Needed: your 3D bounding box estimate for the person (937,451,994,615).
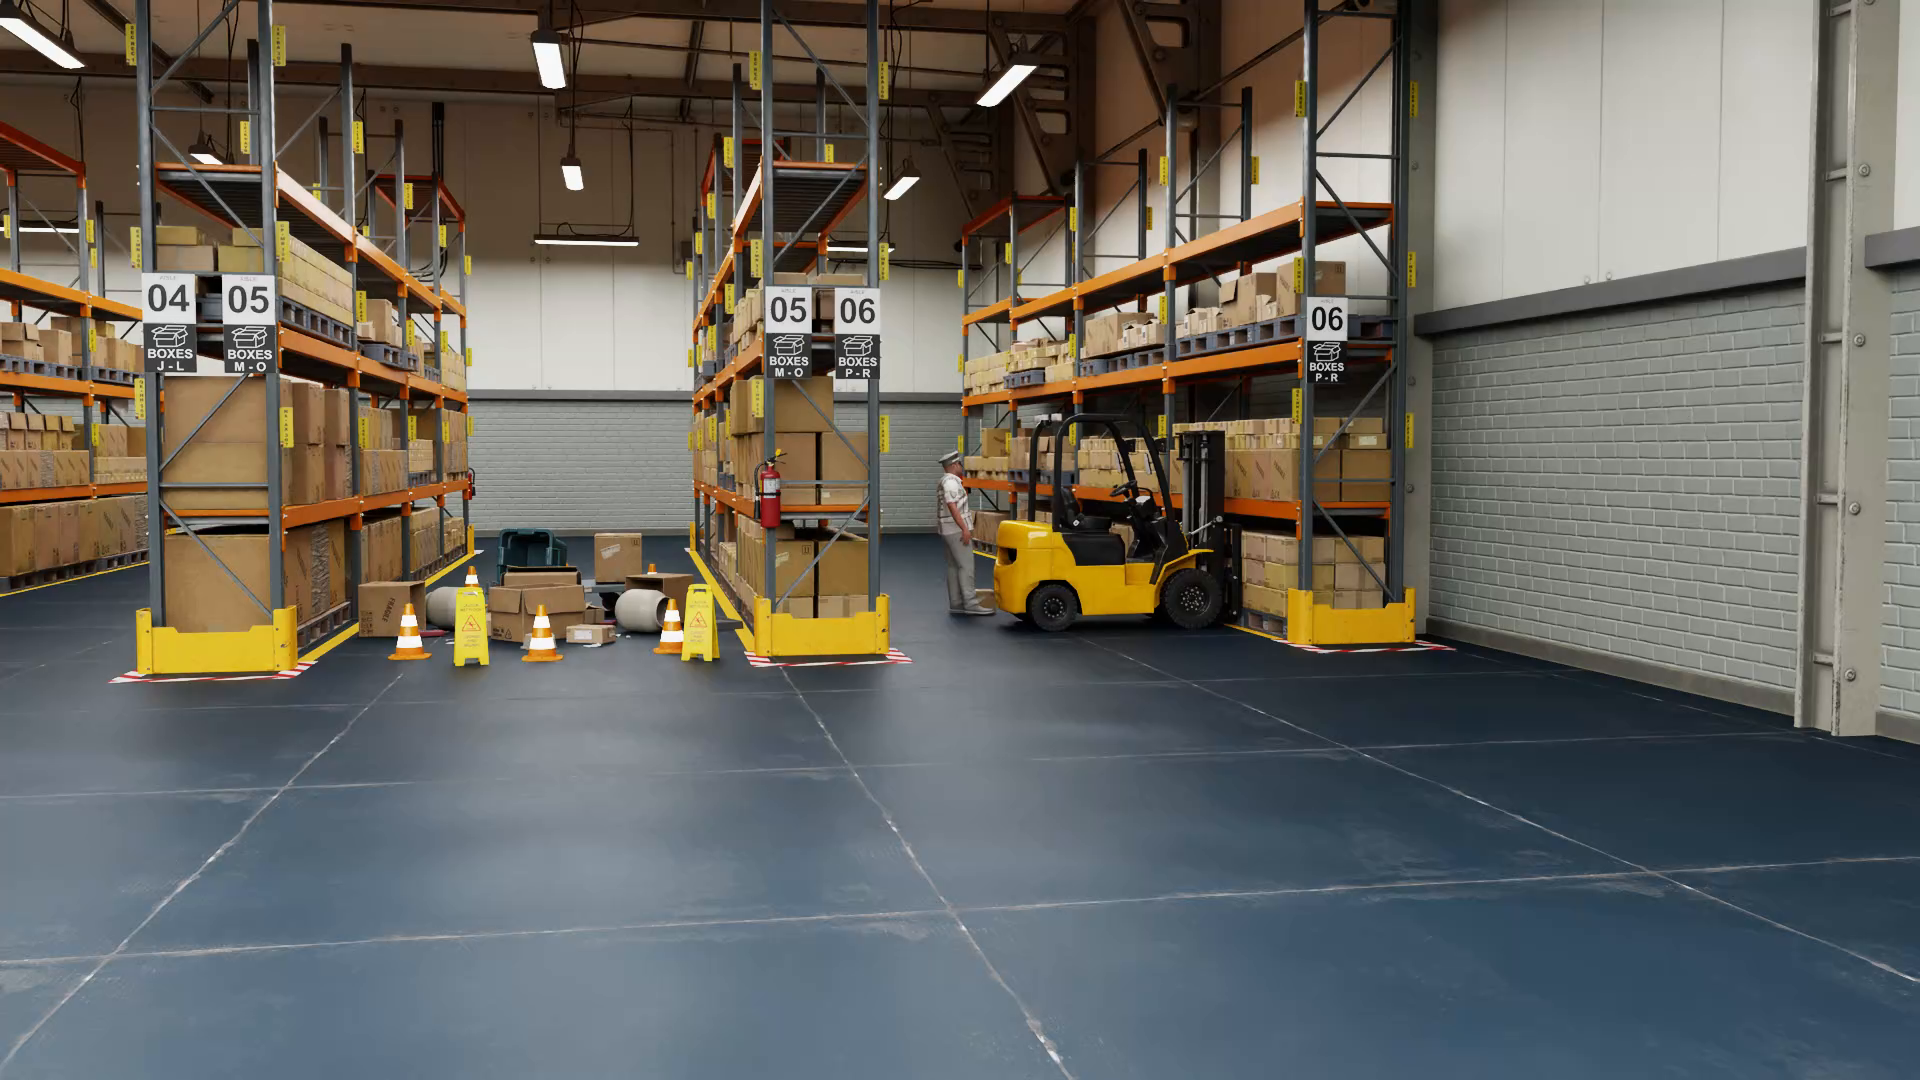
[{"bbox_3d":[0.040,-0.088,18.272,0.574,1.778,0.641,-1,3,-11],"label":"person"}]
